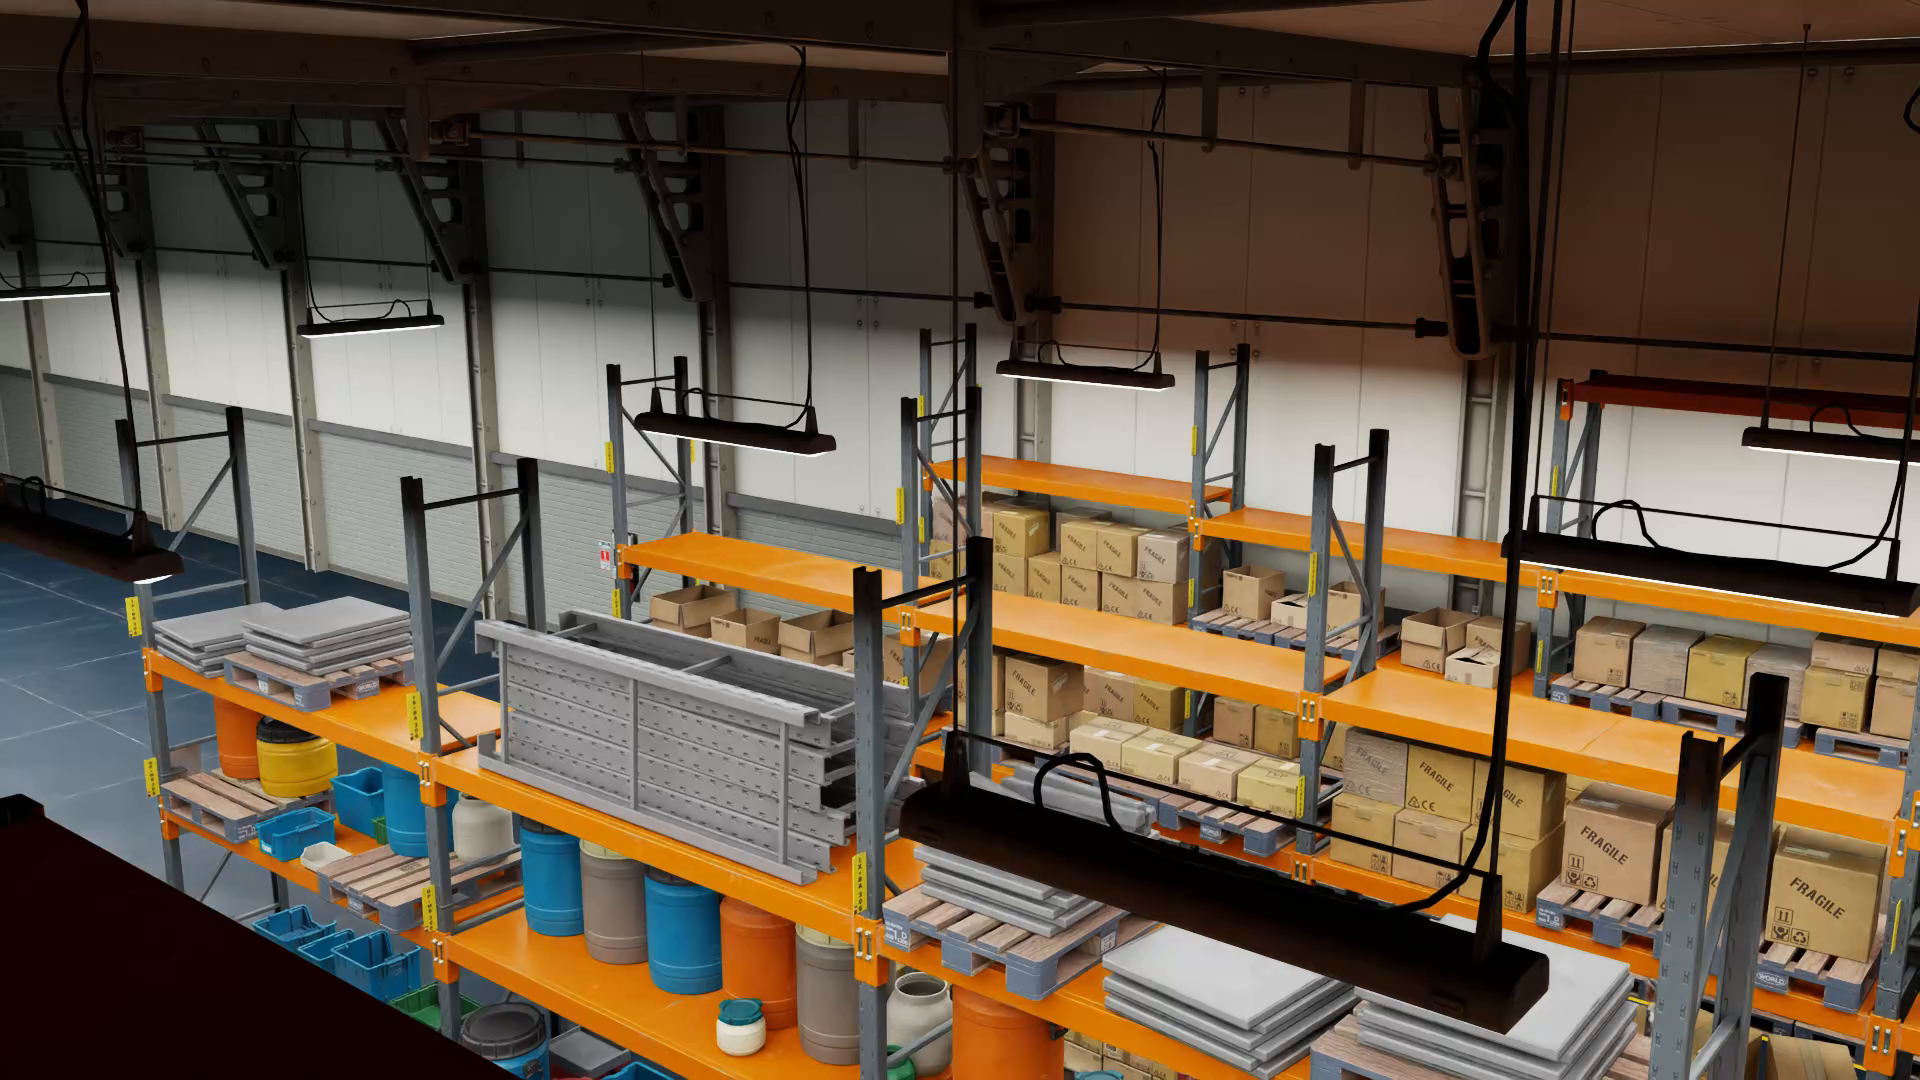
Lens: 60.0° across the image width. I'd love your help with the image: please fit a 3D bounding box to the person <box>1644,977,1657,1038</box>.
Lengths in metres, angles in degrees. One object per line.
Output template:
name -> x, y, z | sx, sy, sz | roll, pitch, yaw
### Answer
person -> 5.778, 4.314, 13.518 | 0.645, 1.603, 0.697 | -10, 16, -38
